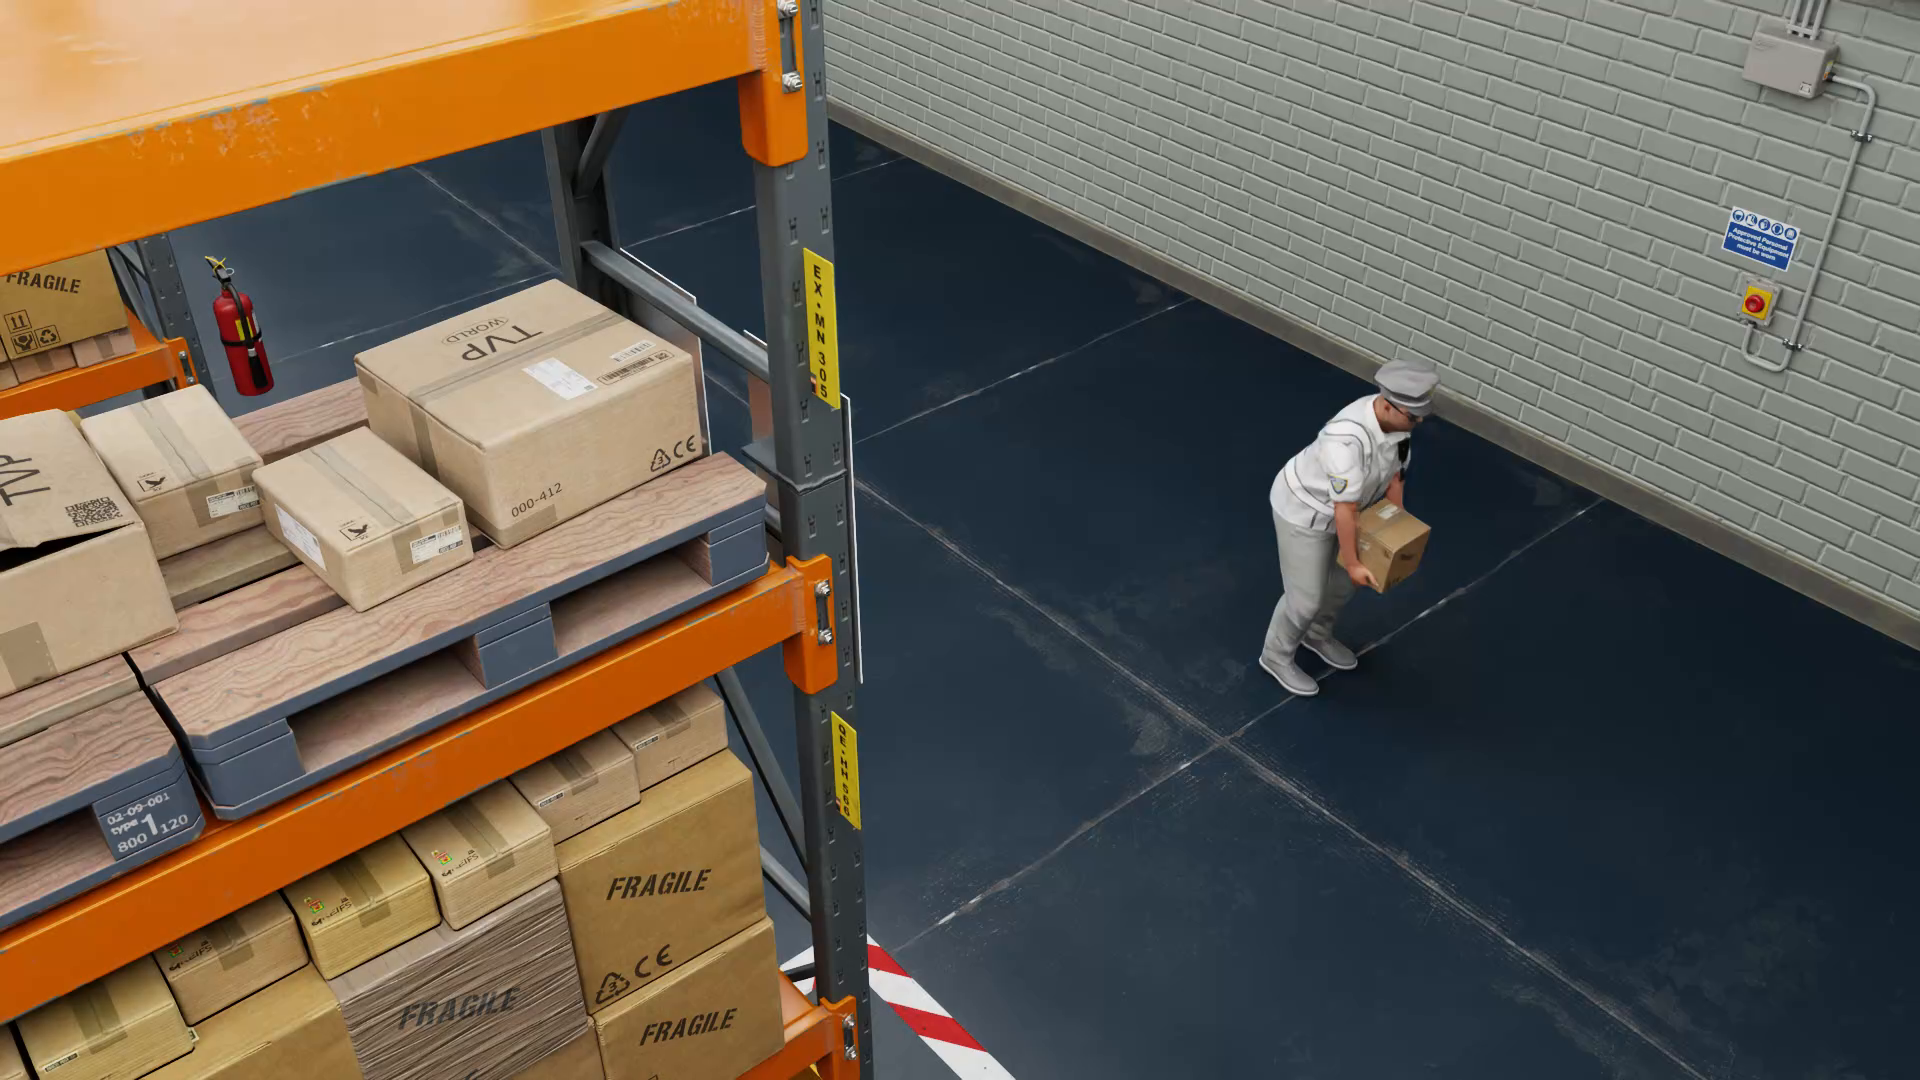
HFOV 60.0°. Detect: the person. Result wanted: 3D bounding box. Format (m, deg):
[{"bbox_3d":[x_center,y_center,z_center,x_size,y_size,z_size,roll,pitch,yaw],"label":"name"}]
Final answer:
[{"bbox_3d":[1.668,-0.070,7.239,0.483,1.680,0.629,-27,44,-32],"label":"person"}]
